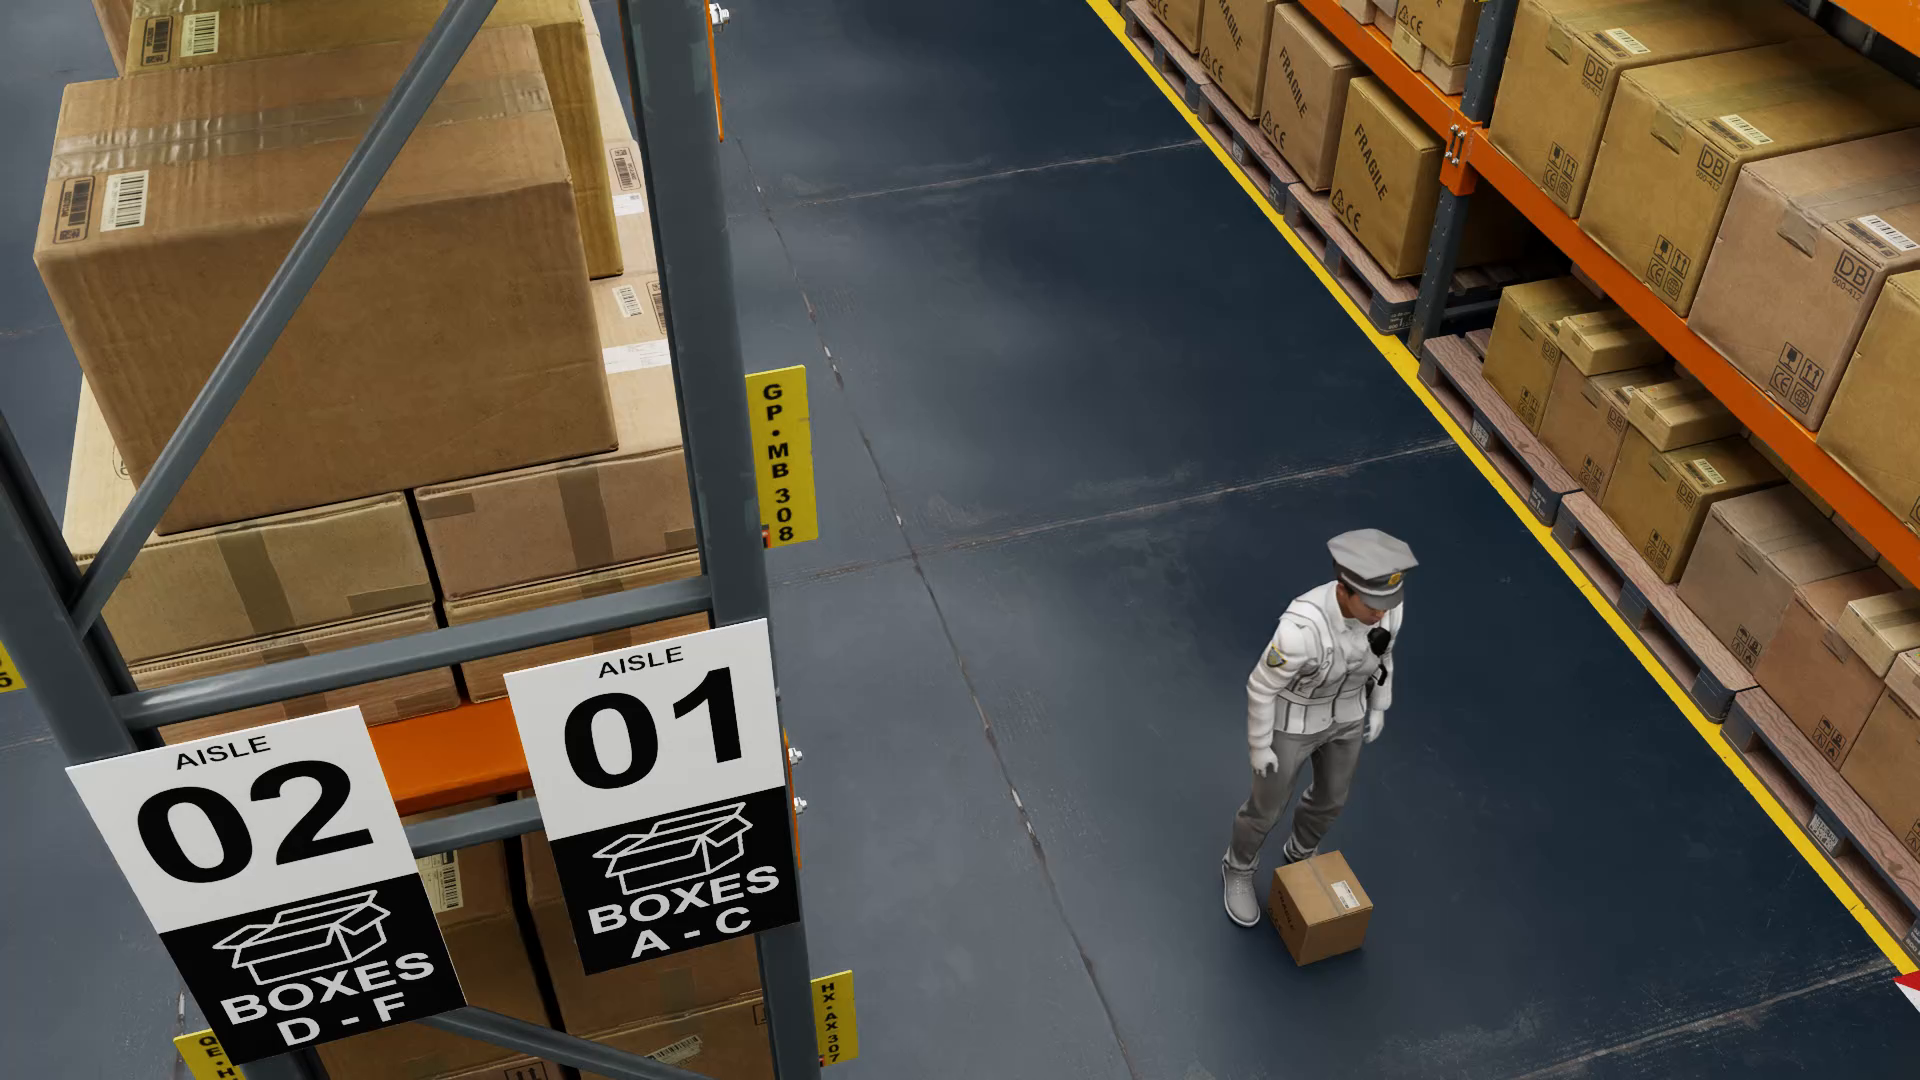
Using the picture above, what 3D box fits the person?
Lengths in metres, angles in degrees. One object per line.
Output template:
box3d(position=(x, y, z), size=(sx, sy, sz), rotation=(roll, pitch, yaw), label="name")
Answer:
box3d(position=(1.178, 0.607, 5.495), size=(0.545, 1.663, 0.376), rotation=(-15, 44, -15), label="person")
